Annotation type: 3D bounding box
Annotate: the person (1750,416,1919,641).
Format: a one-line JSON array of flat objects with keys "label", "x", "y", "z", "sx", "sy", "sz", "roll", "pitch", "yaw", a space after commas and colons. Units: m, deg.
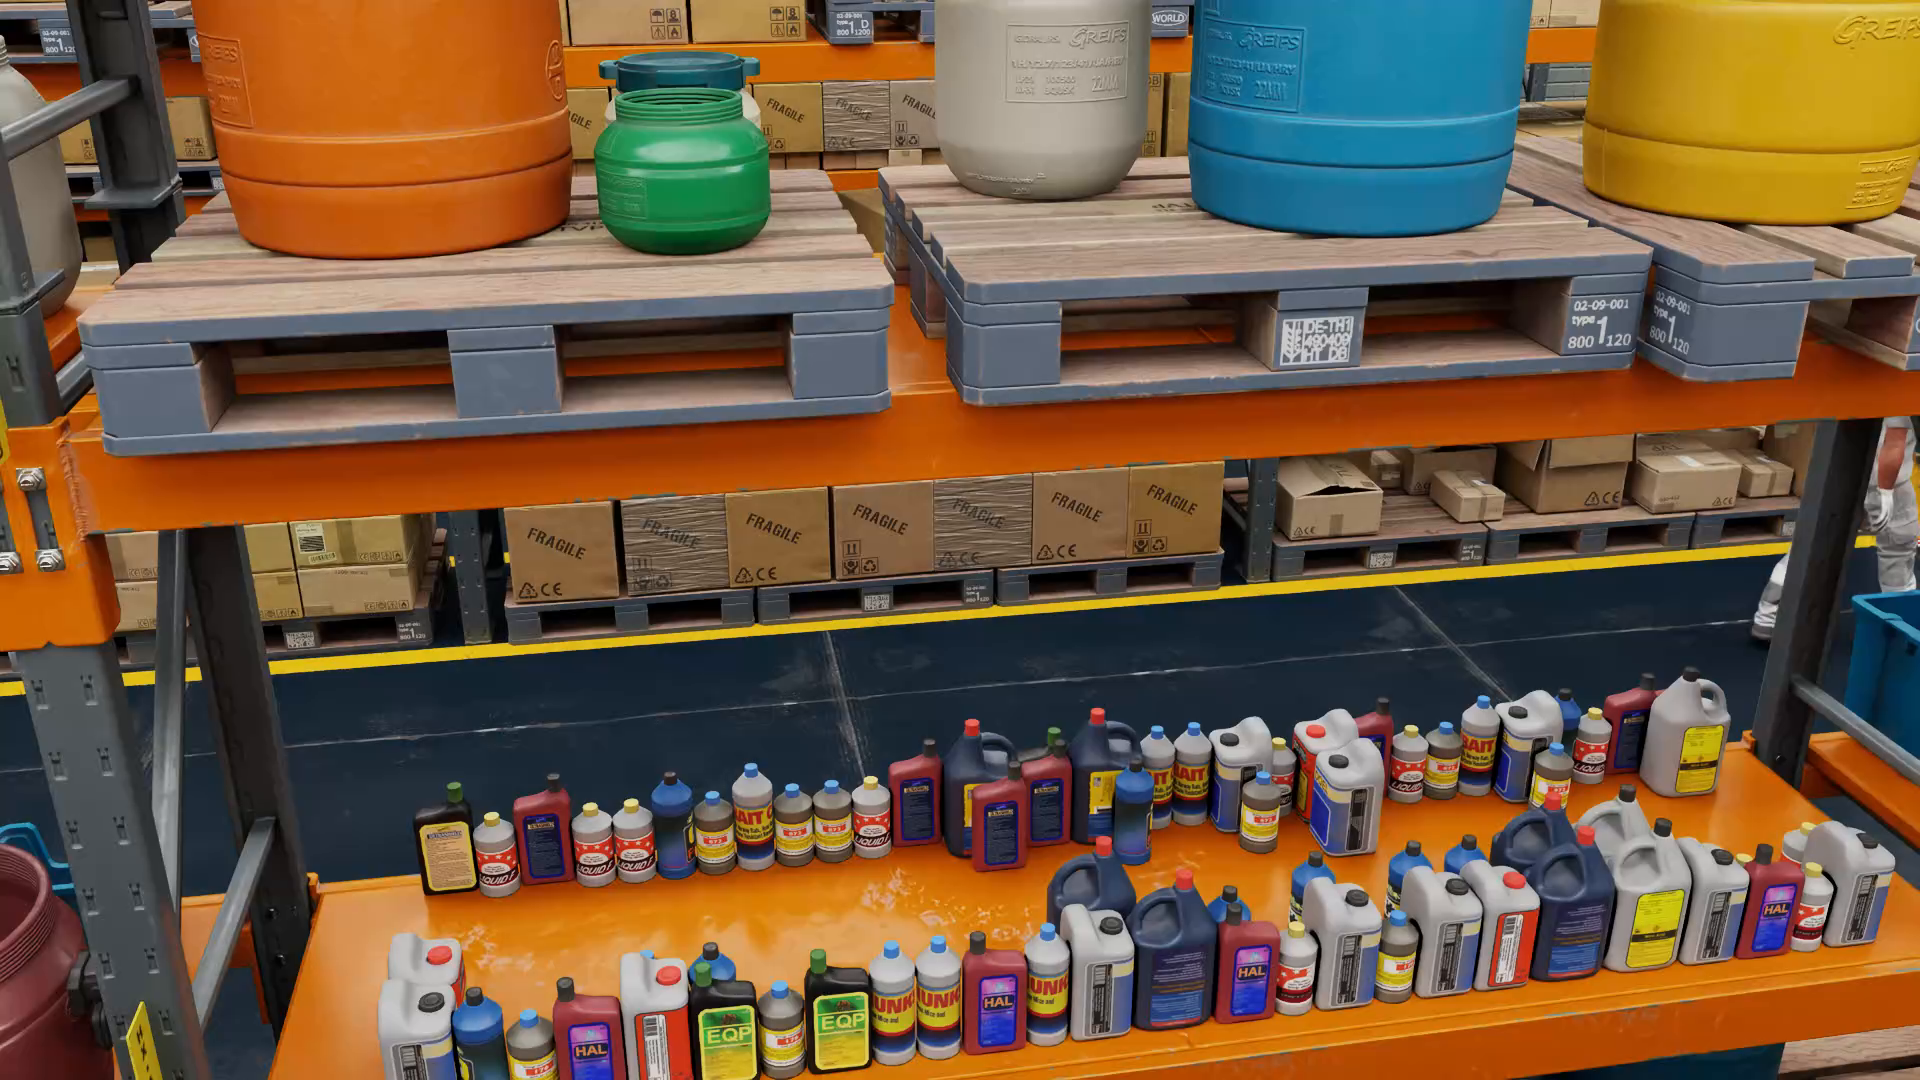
[{"label": "person", "x": 4.350, "y": -0.340, "z": 7.835, "sx": 0.995, "sy": 1.733, "sz": 0.591, "roll": -8, "pitch": 24, "yaw": -18}]
